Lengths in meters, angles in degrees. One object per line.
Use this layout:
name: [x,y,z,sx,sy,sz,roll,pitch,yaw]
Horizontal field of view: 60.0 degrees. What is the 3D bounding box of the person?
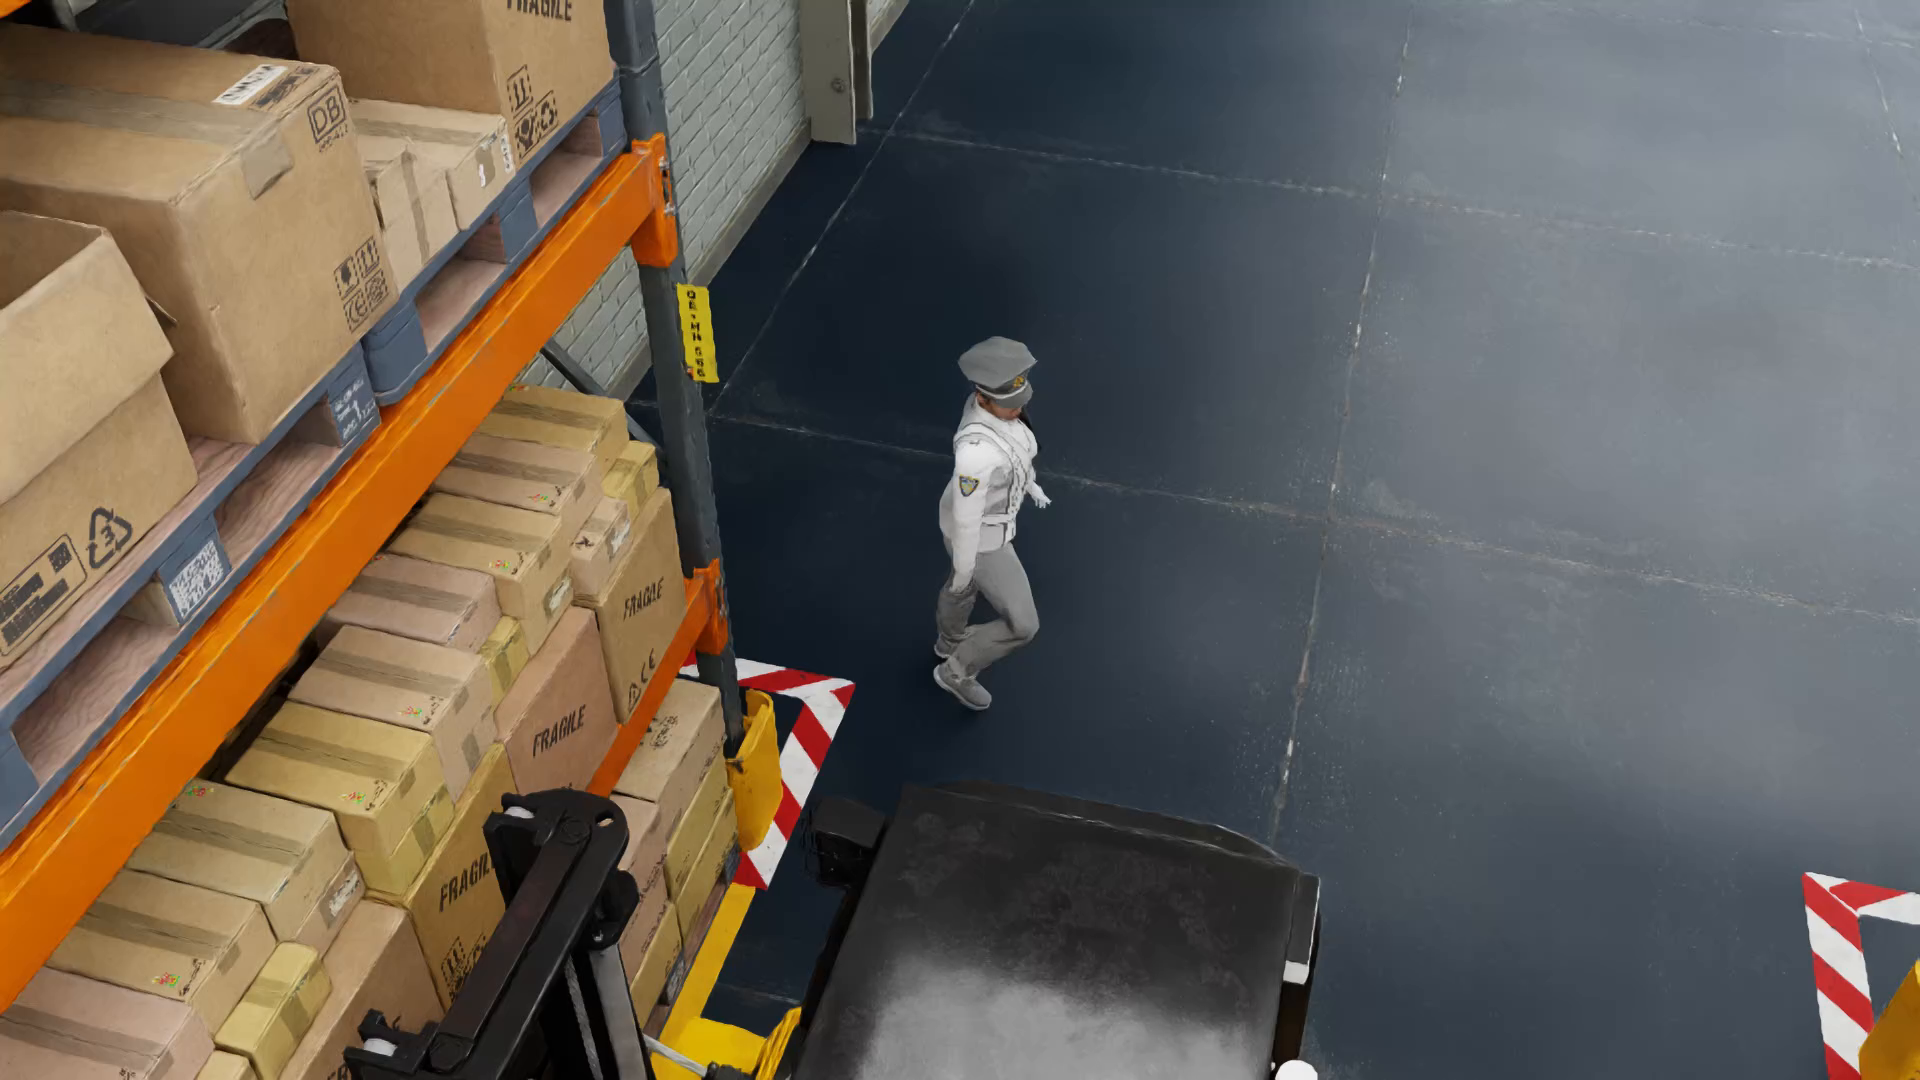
person: [0.124,-0.053,6.208,0.484,1.655,0.565,4,41,4]
